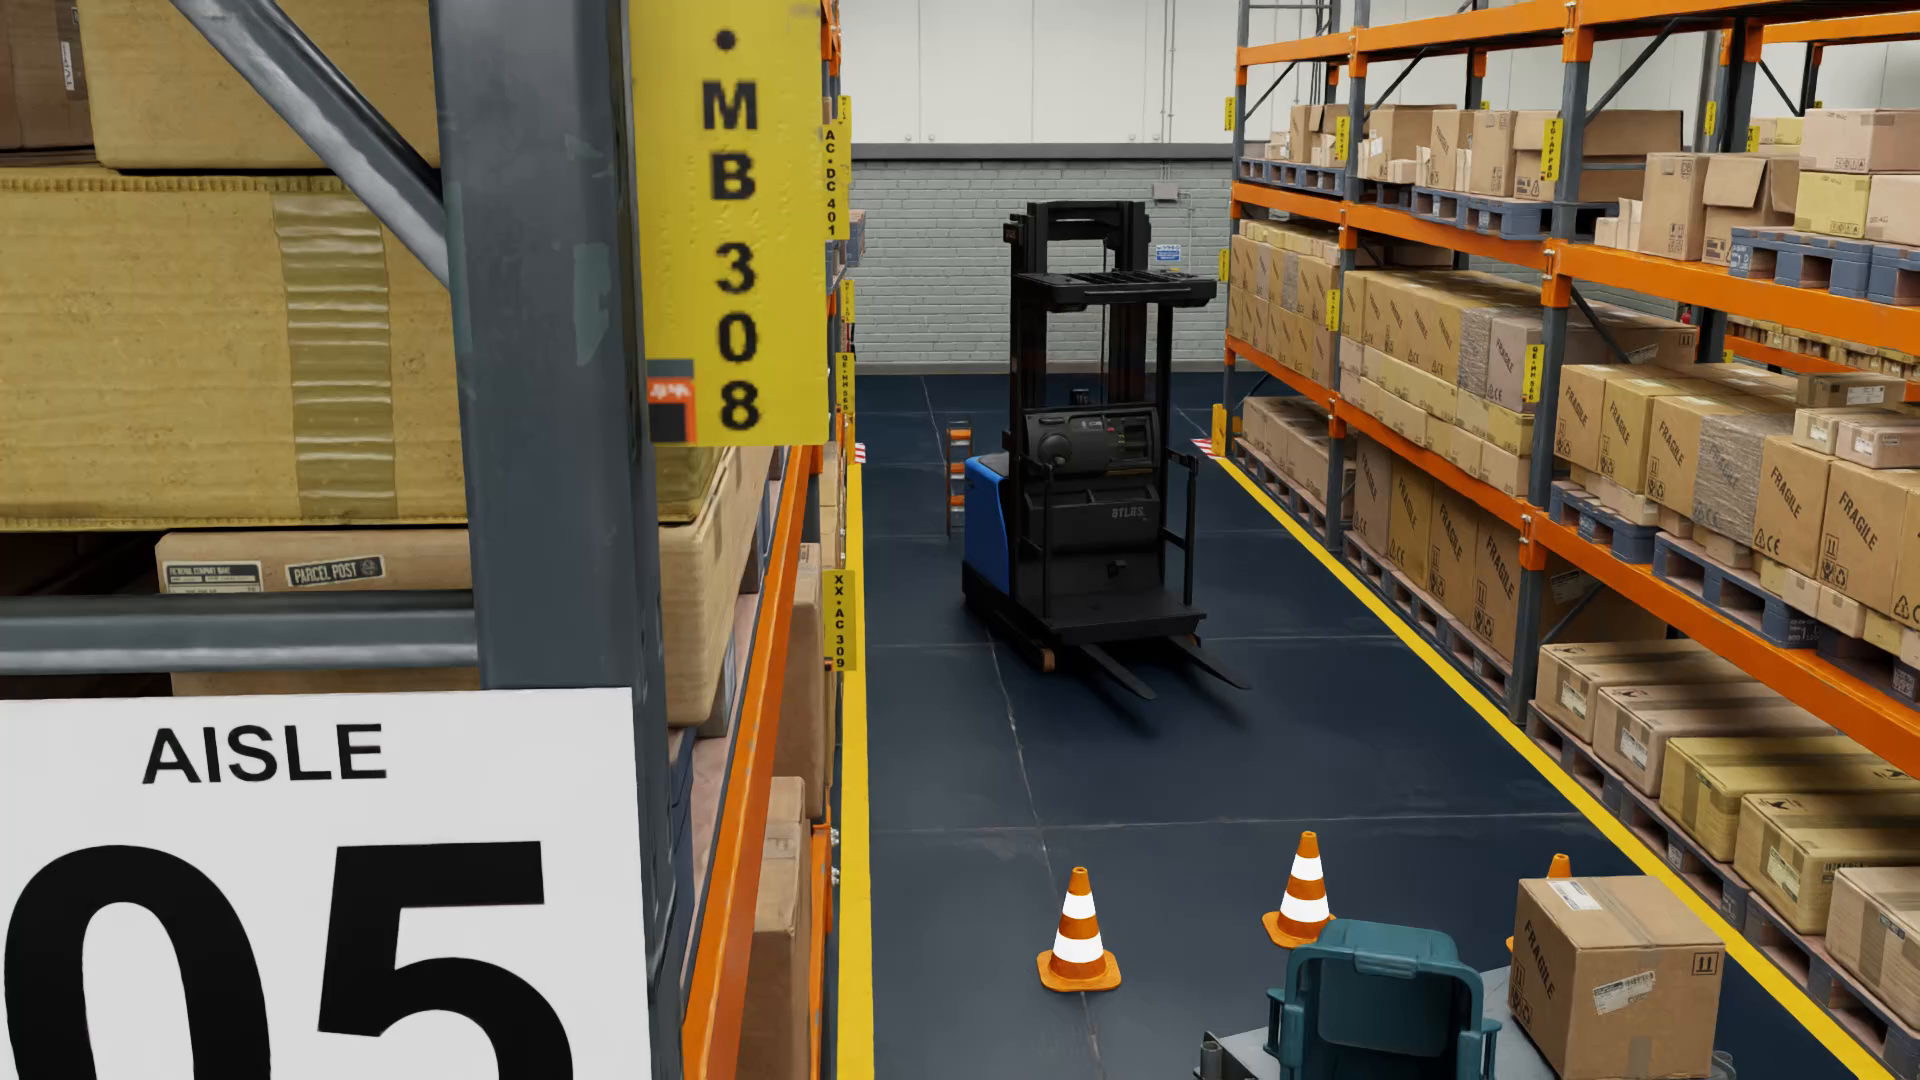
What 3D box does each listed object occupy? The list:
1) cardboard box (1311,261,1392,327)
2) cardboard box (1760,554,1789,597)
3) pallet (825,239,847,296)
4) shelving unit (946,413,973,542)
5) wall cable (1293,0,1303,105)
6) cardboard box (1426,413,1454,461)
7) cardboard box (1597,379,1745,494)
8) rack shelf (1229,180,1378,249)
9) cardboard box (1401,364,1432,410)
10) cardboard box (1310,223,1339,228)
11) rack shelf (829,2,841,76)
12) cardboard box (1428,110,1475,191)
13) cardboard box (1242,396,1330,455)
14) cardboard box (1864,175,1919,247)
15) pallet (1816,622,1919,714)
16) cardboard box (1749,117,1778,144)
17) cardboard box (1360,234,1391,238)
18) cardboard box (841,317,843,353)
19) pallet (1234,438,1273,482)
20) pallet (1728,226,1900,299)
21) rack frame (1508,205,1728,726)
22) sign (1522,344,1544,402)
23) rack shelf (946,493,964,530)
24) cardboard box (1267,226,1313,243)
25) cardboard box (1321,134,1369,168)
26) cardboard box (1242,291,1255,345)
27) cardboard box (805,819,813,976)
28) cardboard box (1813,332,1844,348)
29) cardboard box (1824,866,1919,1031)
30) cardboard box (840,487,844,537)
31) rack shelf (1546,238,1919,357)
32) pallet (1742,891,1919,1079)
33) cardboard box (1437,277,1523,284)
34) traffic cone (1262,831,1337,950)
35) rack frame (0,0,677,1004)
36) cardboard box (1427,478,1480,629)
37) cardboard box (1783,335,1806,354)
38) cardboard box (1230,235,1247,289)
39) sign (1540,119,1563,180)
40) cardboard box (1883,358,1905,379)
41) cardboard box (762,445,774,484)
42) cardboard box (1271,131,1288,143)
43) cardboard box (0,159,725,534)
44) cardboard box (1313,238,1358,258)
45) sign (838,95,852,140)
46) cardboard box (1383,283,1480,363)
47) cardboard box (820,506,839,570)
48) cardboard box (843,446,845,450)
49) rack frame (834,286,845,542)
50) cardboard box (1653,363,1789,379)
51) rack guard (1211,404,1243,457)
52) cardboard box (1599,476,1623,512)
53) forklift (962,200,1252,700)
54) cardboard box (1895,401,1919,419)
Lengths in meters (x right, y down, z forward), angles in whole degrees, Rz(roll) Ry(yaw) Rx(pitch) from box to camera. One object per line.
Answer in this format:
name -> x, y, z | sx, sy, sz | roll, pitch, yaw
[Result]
cardboard box -> 3.208, -2.021, 13.655 | 0.500, 0.500, 0.500 | -1, 14, -4
cardboard box -> 3.652, 0.155, 7.066 | 0.380, 0.149, 0.250 | -1, 14, -3
pallet -> -1.009, -1.203, 7.041 | 1.003, 0.211, 1.213 | 0, 14, -1
shelving unit -> -0.003, -0.522, 13.947 | 0.215, 1.050, 0.252 | -1, 14, -3
wall cable -> 3.382, -6.697, 21.995 | 2.355, 3.000, 0.029 | -1, 14, -3
cardboard box -> 3.408, -0.682, 10.959 | 0.500, 0.250, 0.500 | -1, 14, -4
cardboard box -> 3.597, -0.532, 8.432 | 0.500, 0.500, 0.500 | 0, 14, -1
rack shelf -> 3.389, -2.977, 15.001 | 1.077, 0.370, 4.000 | -1, 14, -3
cardboard box -> 3.357, -1.050, 11.386 | 0.500, 0.250, 0.500 | -1, 14, -5
cardboard box -> 3.627, -3.005, 16.178 | 0.380, 0.149, 0.250 | -1, 14, -4
rack shelf -> -1.298, -3.140, 10.416 | 1.077, 0.370, 4.000 | -1, 14, -3
cardboard box -> 3.362, -2.519, 10.734 | 0.500, 0.500, 0.500 | -1, 14, -3
cardboard box -> 3.406, -1.170, 16.854 | 0.875, 0.438, 0.875 | -1, 14, -5
cardboard box -> 3.801, -1.238, 6.258 | 0.500, 0.250, 0.500 | -1, 14, -3
pallet -> 4.106, 0.515, 6.391 | 1.003, 0.211, 1.213 | -1, 14, -3
cardboard box -> 8.008, -3.973, 16.129 | 0.500, 0.250, 0.500 | -1, 14, -4
cardboard box -> 3.623, -2.622, 14.687 | 0.380, 0.149, 0.250 | -1, 14, -4
cardboard box -> -1.201, -1.593, 13.402 | 0.500, 0.500, 0.500 | -1, 14, -4
pallet -> 3.393, -0.822, 16.798 | 1.003, 0.211, 1.213 | -1, 14, -3
pallet -> 4.009, -1.161, 6.875 | 1.213, 0.211, 1.003 | -1, 14, -3
rack frame -> 3.761, -0.381, 9.486 | 1.000, 3.000, 0.127 | -1, 14, -3
sign -> 3.207, -0.932, 9.305 | 0.100, 0.325, 0.005 | -1, 14, -3
rack shelf -> -0.003, -0.242, 14.019 | 0.215, 0.259, 0.240 | -1, 14, -3
cardboard box -> 3.103, -2.864, 15.630 | 0.380, 0.149, 0.250 | -1, 14, -3
cardboard box -> 3.154, -3.169, 13.529 | 0.396, 0.266, 0.258 | 0, 14, -2
cardboard box -> 3.067, -2.169, 16.238 | 0.500, 0.500, 0.500 | -1, 14, -4
cardboard box -> -0.834, 0.871, 4.320 | 0.875, 0.550, 0.550 | -1, 14, -3
cardboard box -> 8.128, -1.896, 15.079 | 0.500, 0.250, 0.500 | -1, 14, -4
cardboard box -> 3.973, 1.553, 6.402 | 0.950, 0.372, 0.625 | -1, 14, -3
cardboard box -> -1.058, -0.189, 11.411 | 0.500, 0.250, 0.500 | -2, 15, -6
rack shelf -> 3.885, -0.988, 7.269 | 1.077, 0.370, 4.000 | -1, 14, -3
pallet -> 3.959, 1.771, 6.720 | 1.003, 0.211, 1.213 | -1, 14, -3
cardboard box -> 3.831, -1.672, 12.299 | 0.500, 0.500, 0.500 | -1, 14, -2
traffic cone -> 1.518, 1.499, 7.271 | 0.336, 0.463, 0.334 | -1, 14, -3
rack frame -> -0.678, -1.195, 0.611 | 1.000, 3.000, 0.127 | -1, 14, -3
cardboard box -> 3.750, 0.050, 11.233 | 0.875, 0.875, 0.875 | -1, 14, -3
cardboard box -> 8.032, -1.854, 15.716 | 0.380, 0.149, 0.250 | -1, 14, -2
cardboard box -> 3.010, -2.779, 16.601 | 0.500, 0.500, 0.500 | -1, 14, -5
sign -> 3.206, -2.116, 9.013 | 0.100, 0.325, 0.005 | -1, 14, -3
cardboard box -> 8.157, -1.471, 14.229 | 0.380, 0.149, 0.250 | 0, 14, -2
cardboard box -> -0.427, -0.151, 2.035 | 0.380, 0.149, 0.250 | -1, 14, -3
cardboard box -> 3.383, -3.892, 16.369 | 0.500, 0.250, 0.500 | -2, 15, -9
cardboard box -> -0.452, -0.189, 1.384 | 0.500, 0.250, 0.500 | -1, 14, -4
cardboard box -> 3.229, -2.486, 14.160 | 0.380, 0.149, 0.250 | -1, 14, -4
sign -> -0.868, -3.177, 12.507 | 0.100, 0.325, 0.005 | -1, 14, -3
cardboard box -> 3.341, -1.543, 11.798 | 0.500, 0.500, 0.500 | -1, 14, -5
cardboard box -> -0.781, 0.156, 7.199 | 0.500, 0.500, 0.500 | -1, 14, -3
cardboard box -> -1.273, -0.851, 15.595 | 0.380, 0.149, 0.250 | -1, 14, -3
rack frame -> -1.421, -1.274, 12.958 | 1.000, 3.000, 0.127 | -1, 14, -3
cardboard box -> 4.066, -0.668, 8.961 | 0.500, 0.500, 0.500 | -1, 14, -5
rack guard -> 3.263, -1.166, 17.554 | 1.175, 0.500, 0.348 | -1, 14, -3
cardboard box -> 3.550, -0.239, 8.597 | 0.380, 0.149, 0.250 | -2, 15, -7
forklift -> 0.943, -0.672, 10.756 | 1.130, 2.935, 3.031 | -4, 15, -17
cardboard box -> 4.162, -0.487, 6.957 | 0.380, 0.149, 0.250 | 0, 14, 0
